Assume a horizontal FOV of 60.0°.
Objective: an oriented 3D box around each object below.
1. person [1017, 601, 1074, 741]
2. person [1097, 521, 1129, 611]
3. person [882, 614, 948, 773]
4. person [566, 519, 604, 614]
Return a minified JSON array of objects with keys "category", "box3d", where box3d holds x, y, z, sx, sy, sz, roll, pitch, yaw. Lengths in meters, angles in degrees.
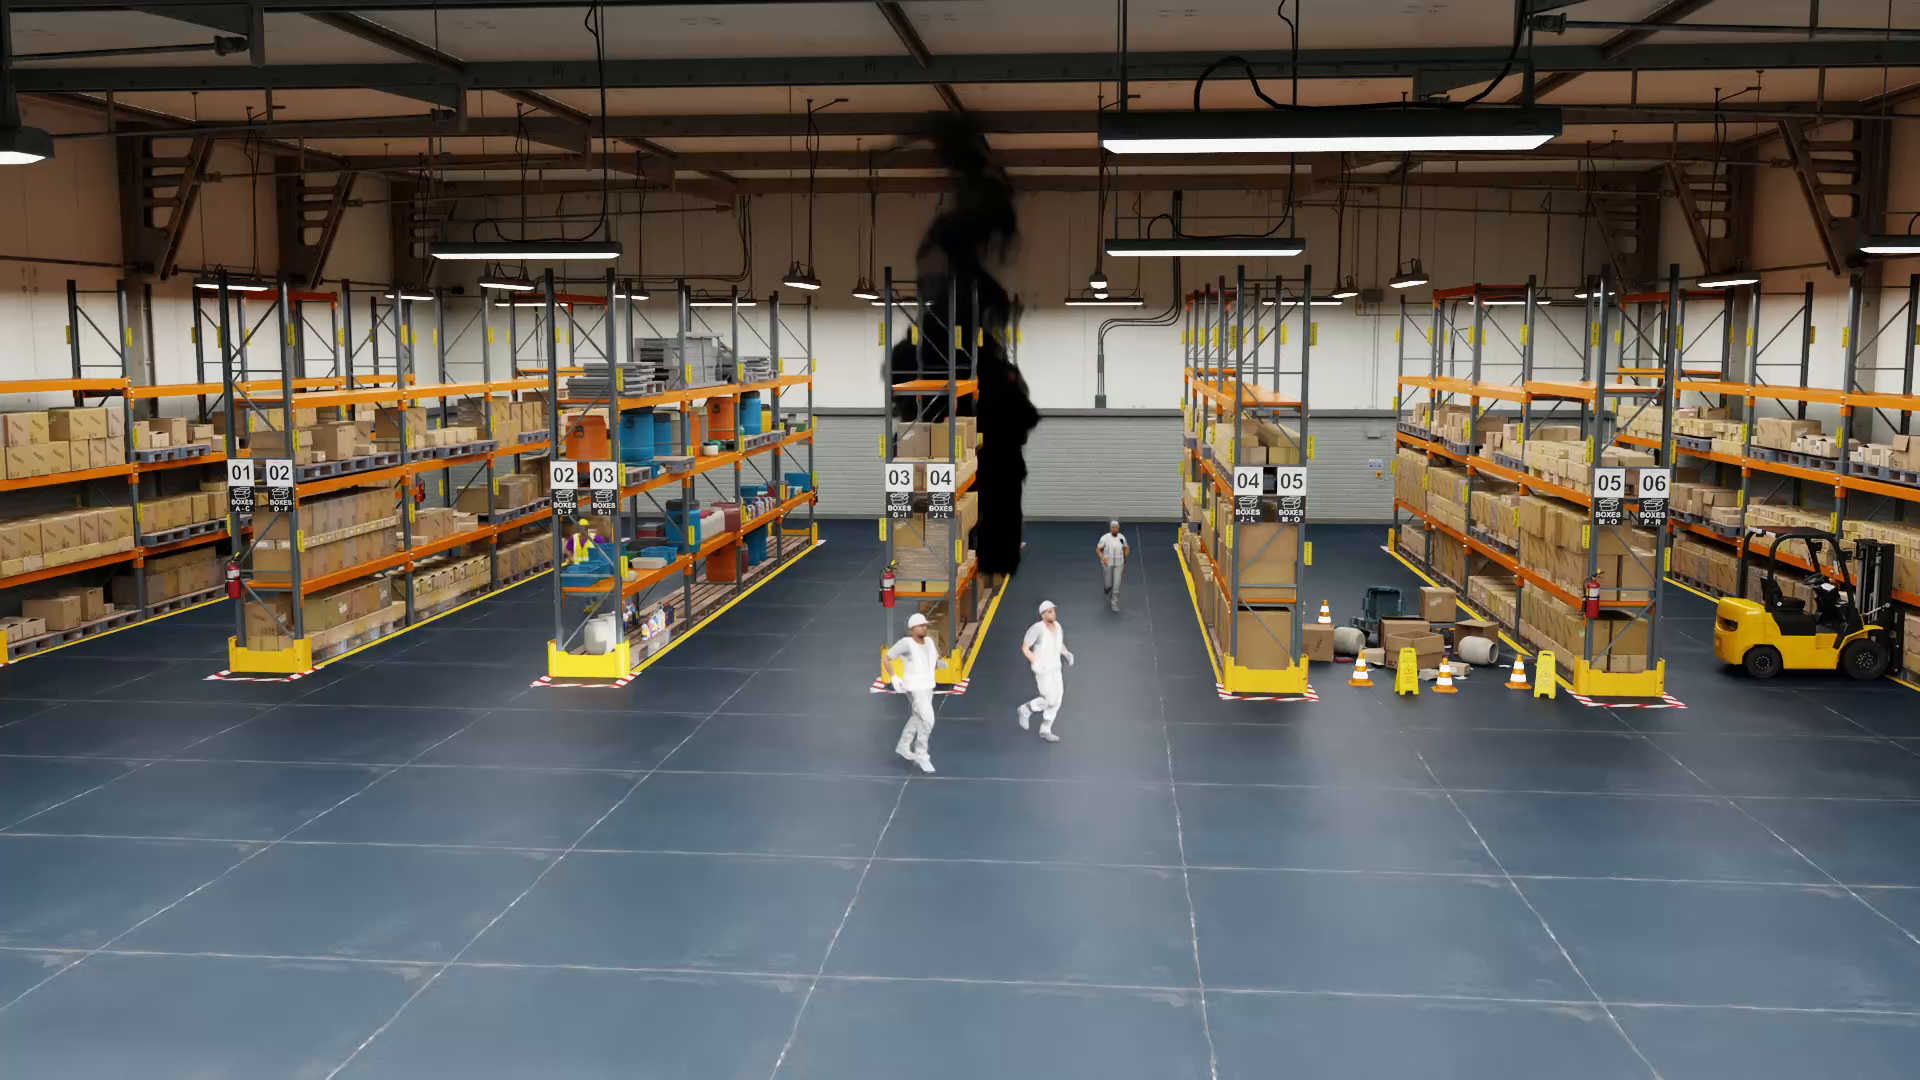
[{"category":"person","box3d":[1.077,1.621,20.823,0.649,1.753,0.644,-7,10,-44]},{"category":"person","box3d":[2.842,0.461,30.858,0.612,1.645,0.672,0,7,-1]},{"category":"person","box3d":[-0.480,1.772,19.379,0.775,1.839,0.664,5,8,35]},{"category":"person","box3d":[-6.807,0.484,30.088,0.694,1.738,0.621,1,7,5]}]
